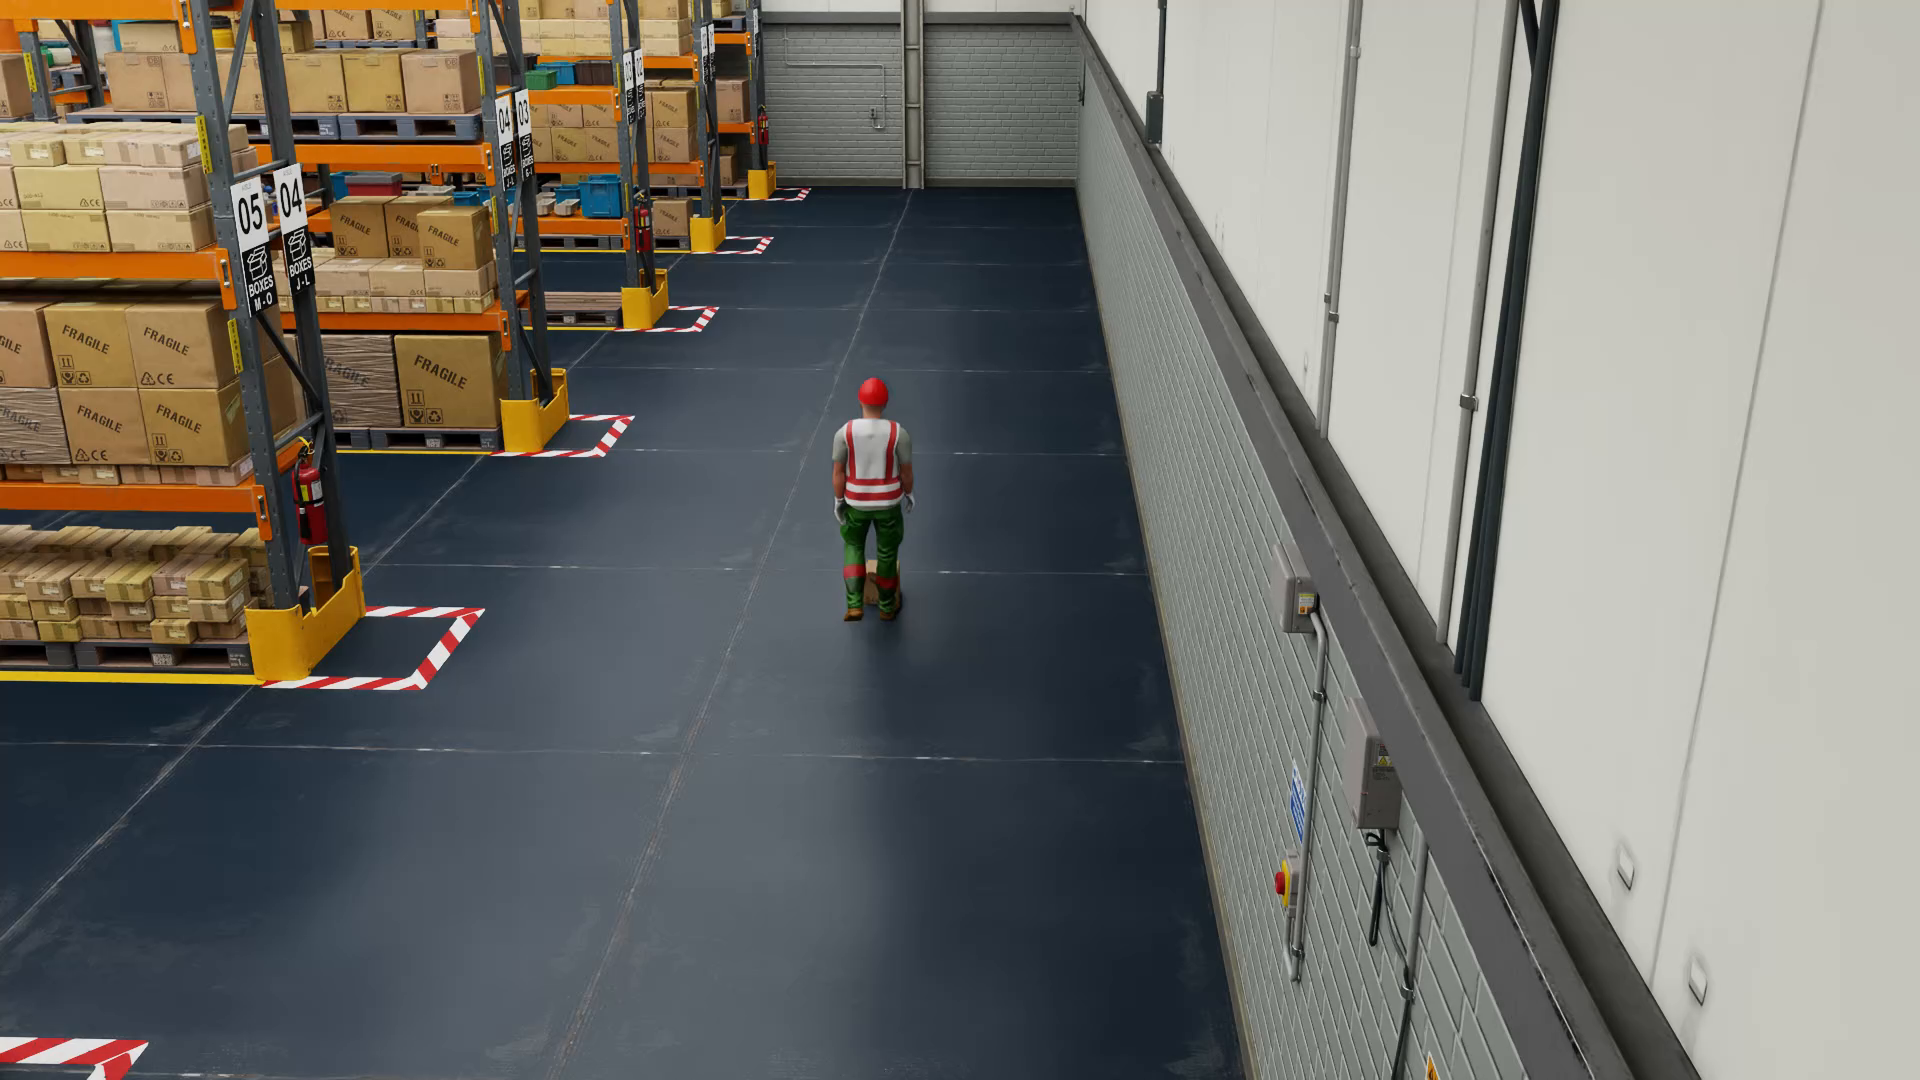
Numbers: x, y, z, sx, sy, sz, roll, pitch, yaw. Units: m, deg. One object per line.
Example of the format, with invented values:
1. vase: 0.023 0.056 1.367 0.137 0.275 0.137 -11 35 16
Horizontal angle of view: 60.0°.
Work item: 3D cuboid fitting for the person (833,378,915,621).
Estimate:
1. person: -0.592 -0.275 11.533 0.550 1.800 0.532 1 21 2
